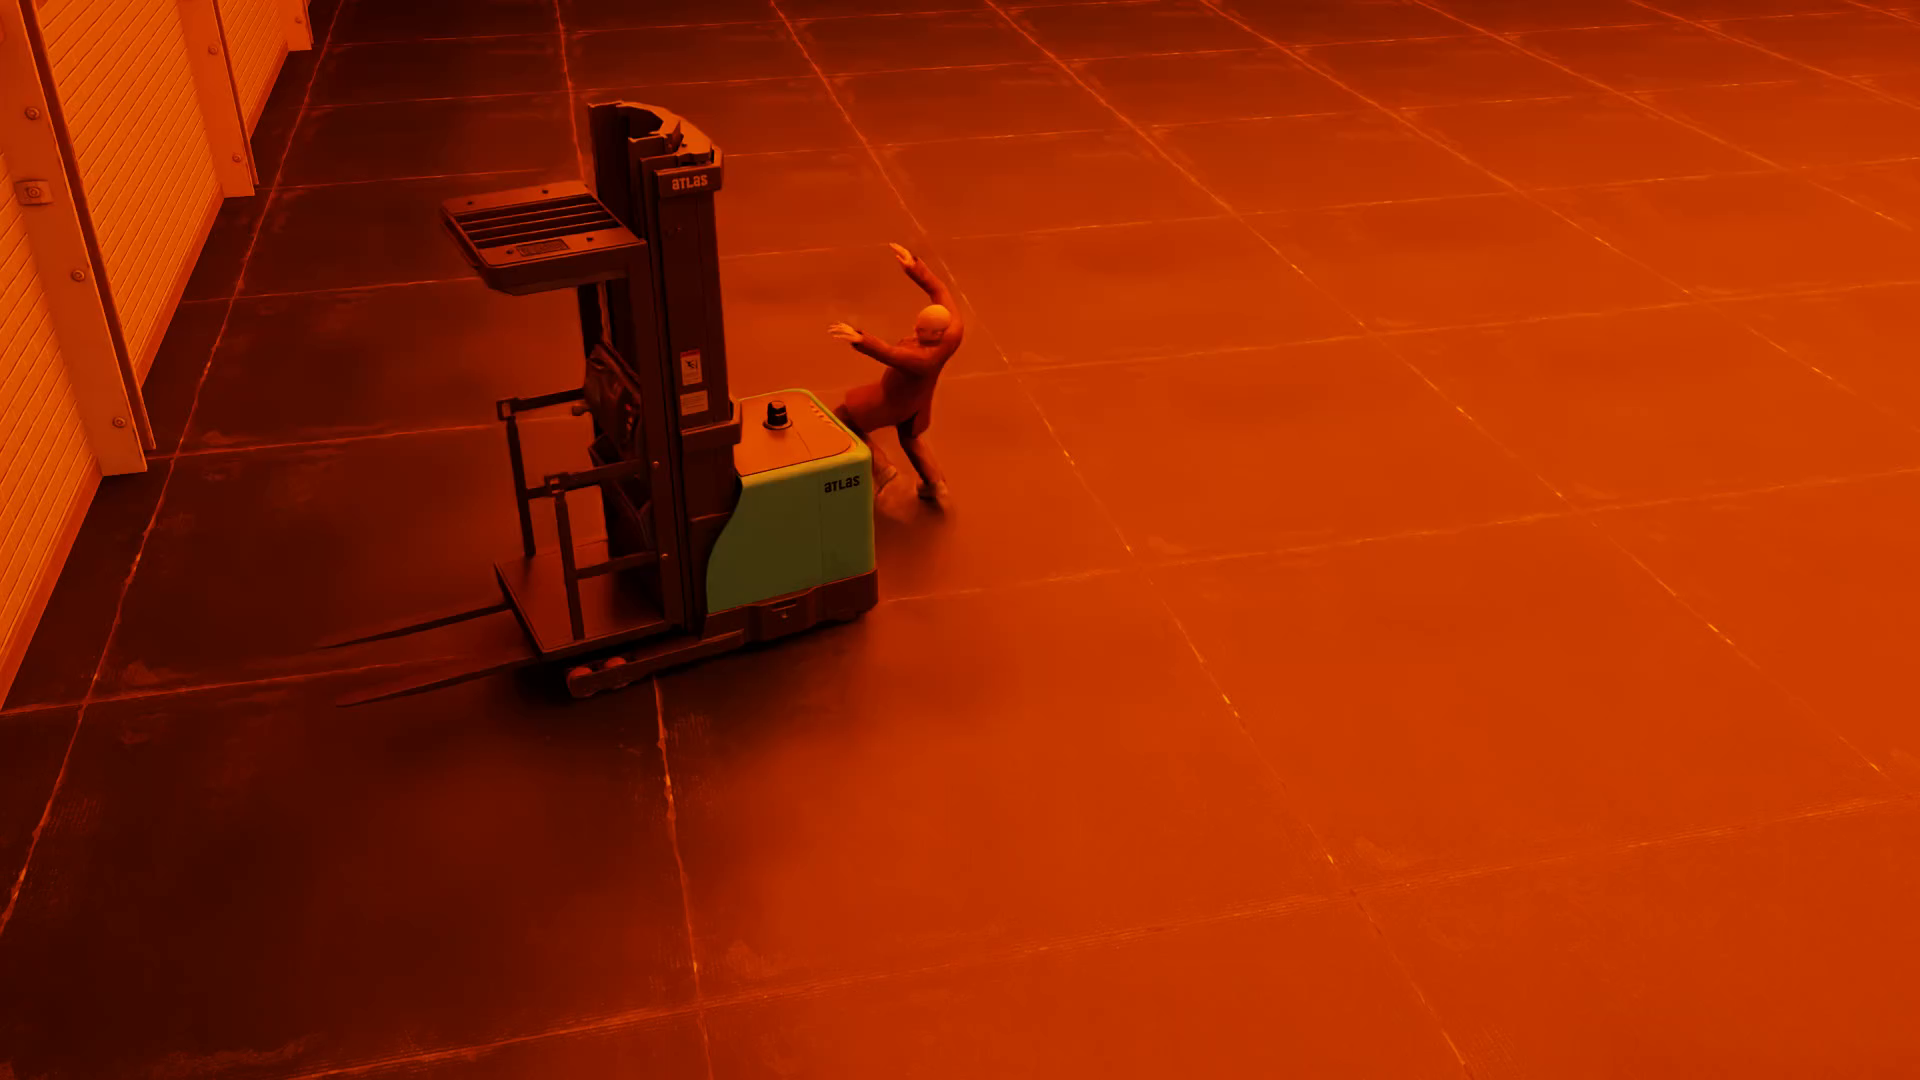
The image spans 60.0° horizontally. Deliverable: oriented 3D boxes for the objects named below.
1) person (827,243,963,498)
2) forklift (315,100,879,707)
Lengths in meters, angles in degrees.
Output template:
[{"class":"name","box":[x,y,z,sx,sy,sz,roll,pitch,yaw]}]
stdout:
[{"class":"person","box":[-0.496,-0.935,10.463,0.831,1.722,1.148,24,38,35]},{"class":"forklift","box":[-2.026,-0.714,8.808,3.031,2.935,1.130,-15,33,-23]}]
